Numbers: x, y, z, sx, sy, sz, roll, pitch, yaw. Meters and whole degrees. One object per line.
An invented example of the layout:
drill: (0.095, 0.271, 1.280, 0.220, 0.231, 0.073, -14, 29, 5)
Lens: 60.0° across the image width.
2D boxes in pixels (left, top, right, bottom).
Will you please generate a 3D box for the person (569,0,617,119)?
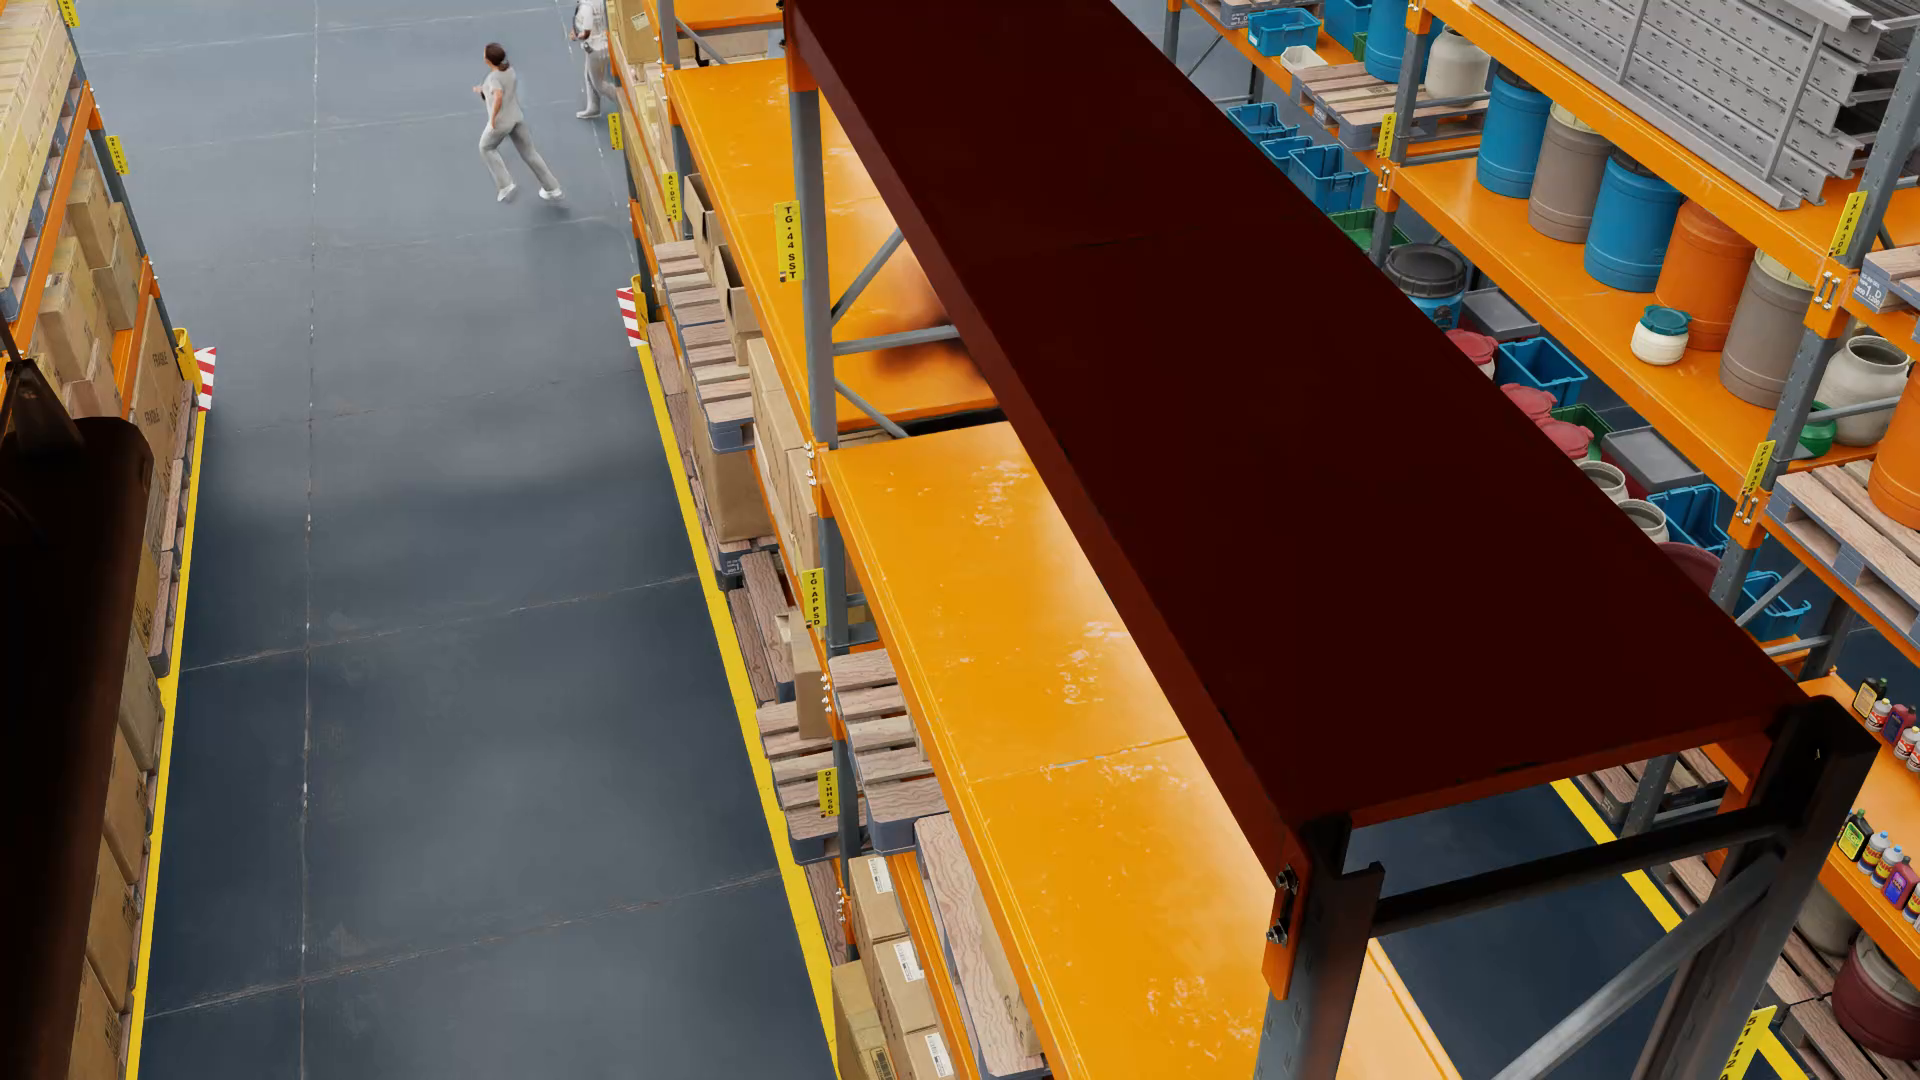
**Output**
person: (-3.971, -5.409, 18.287, 0.788, 1.689, 0.597, 8, 39, 10)

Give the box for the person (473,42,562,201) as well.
person: (-4.527, -4.137, 16.722, 0.875, 1.680, 0.572, 19, 42, 22)
